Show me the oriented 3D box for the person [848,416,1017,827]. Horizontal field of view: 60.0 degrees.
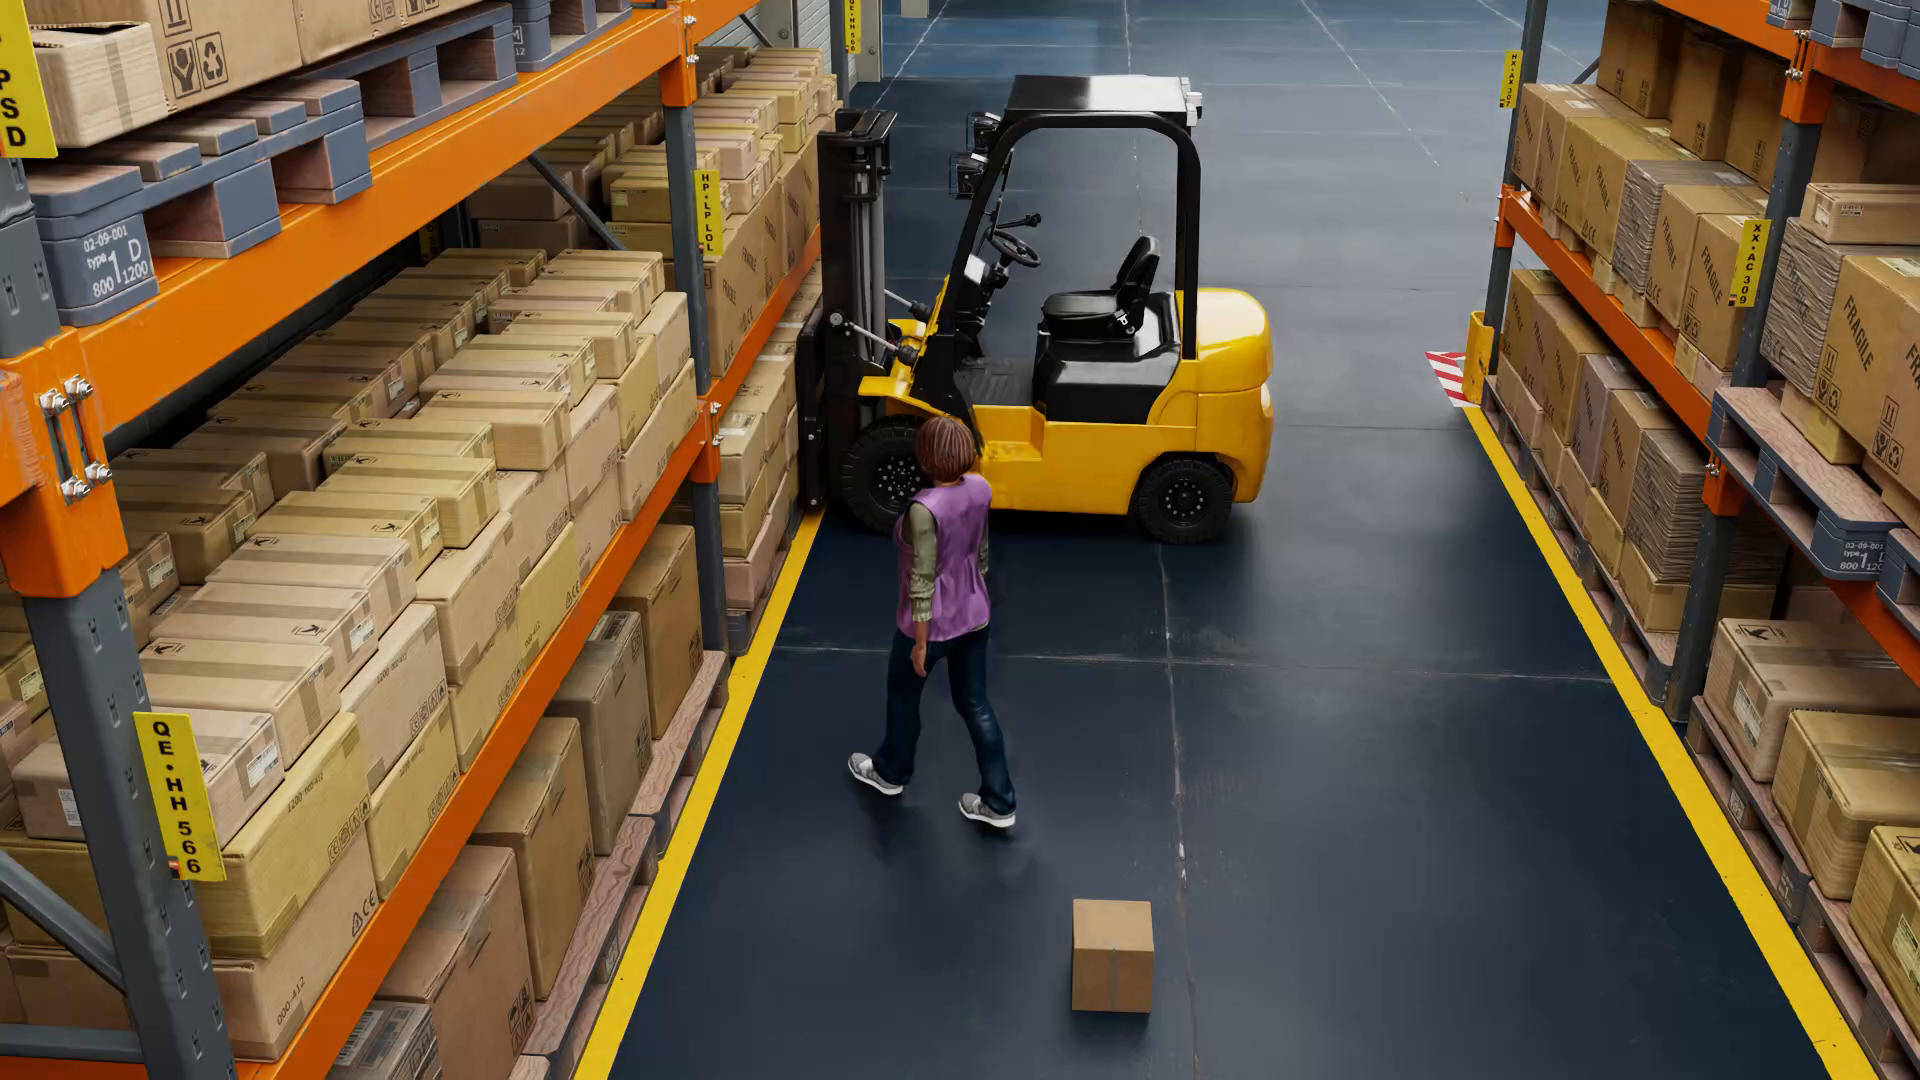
[{"bbox_3d":[-0.091,0.273,6.009,0.421,1.573,0.764,-22,33,-39],"label":"person"}]
